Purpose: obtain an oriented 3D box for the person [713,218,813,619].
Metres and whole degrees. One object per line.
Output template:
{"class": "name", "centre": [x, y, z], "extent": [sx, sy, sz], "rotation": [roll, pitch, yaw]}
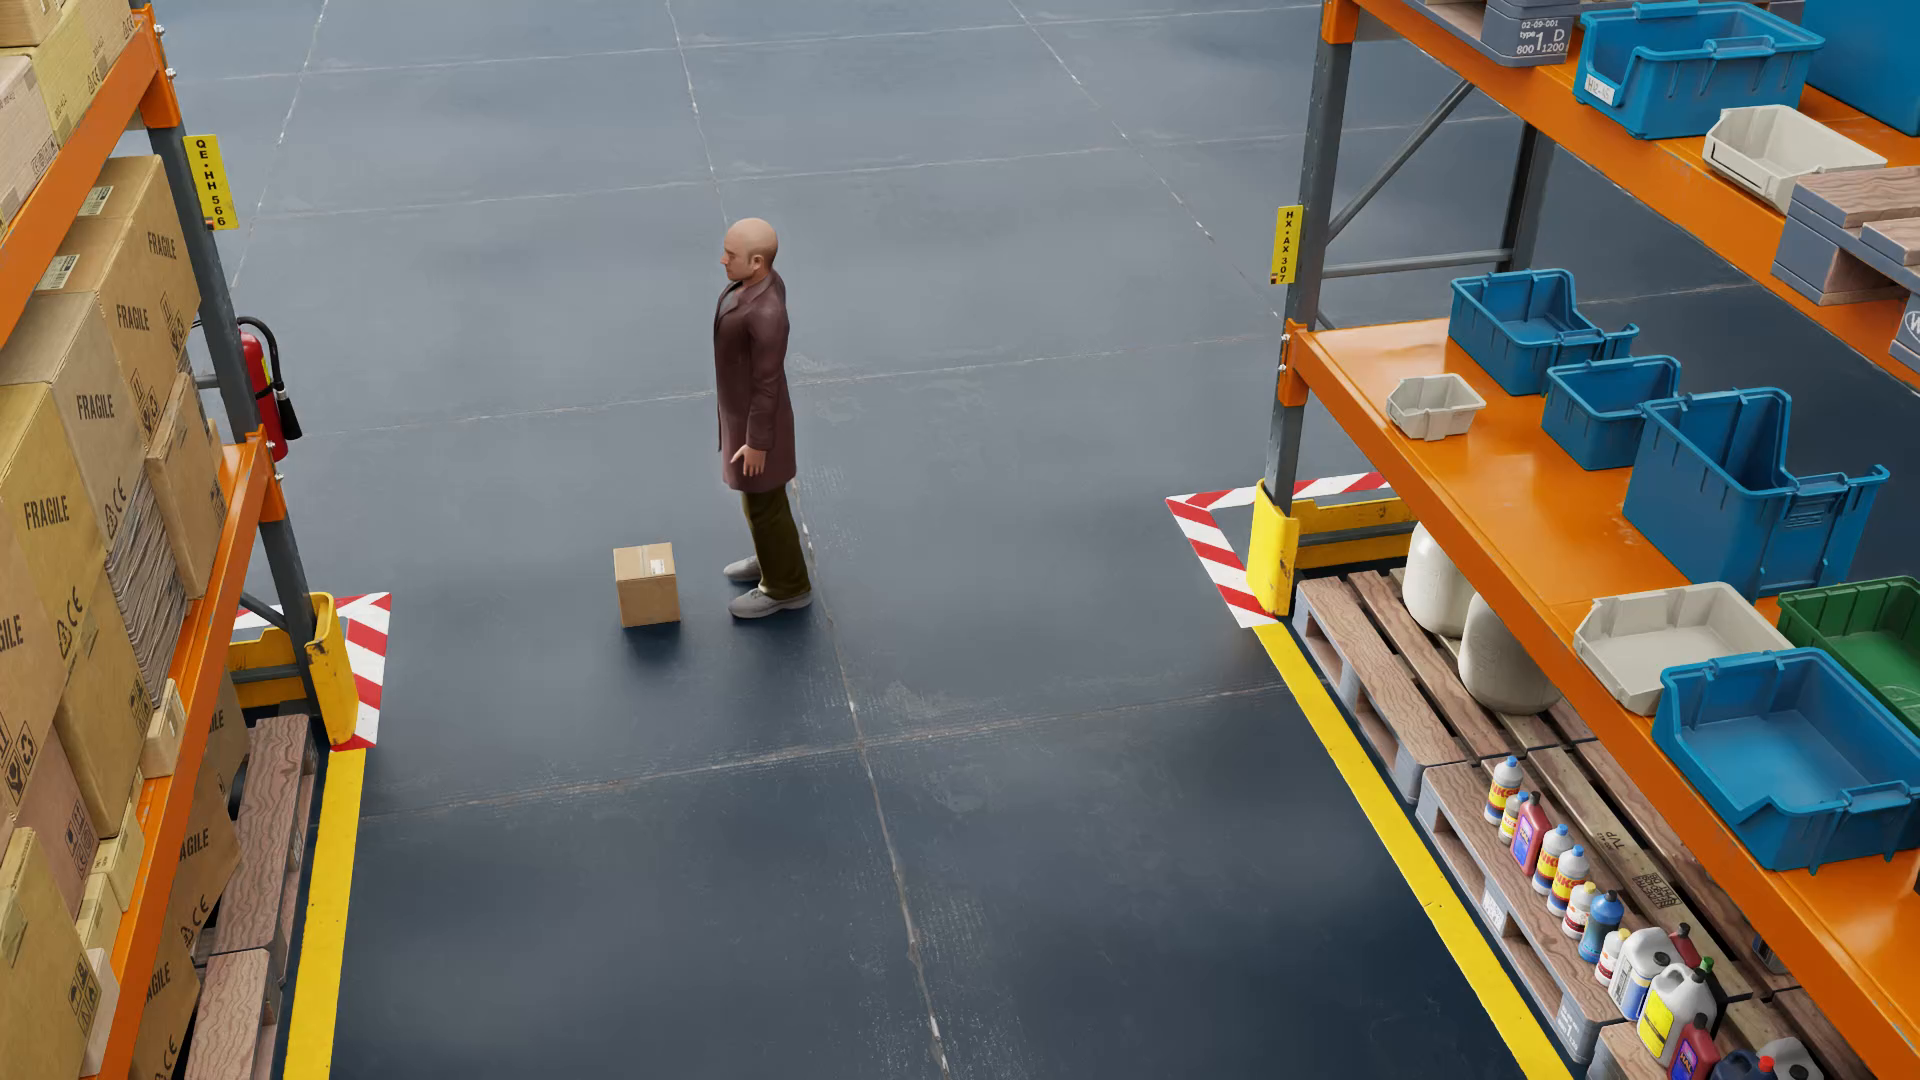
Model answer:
{"class": "person", "centre": [-0.846, -0.406, 6.948], "extent": [0.379, 1.576, 0.563], "rotation": [-6, 34, -10]}
